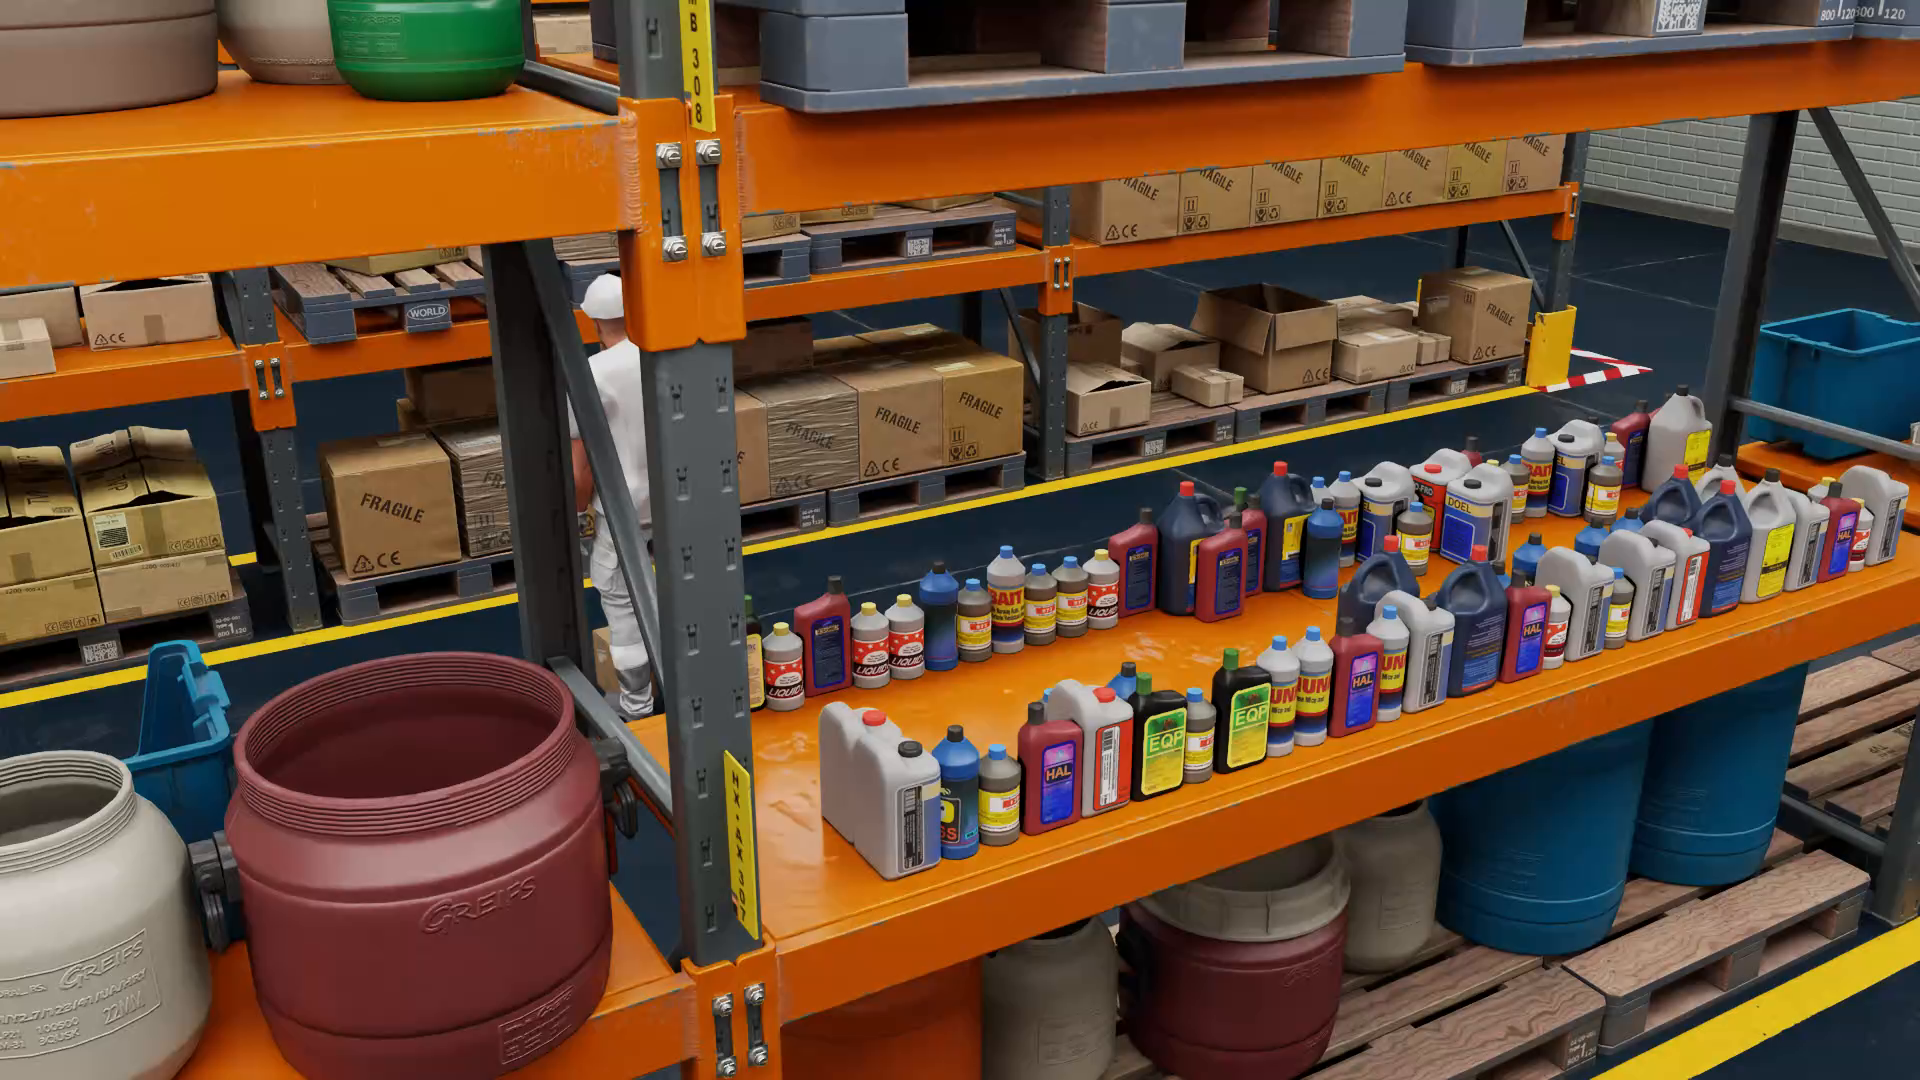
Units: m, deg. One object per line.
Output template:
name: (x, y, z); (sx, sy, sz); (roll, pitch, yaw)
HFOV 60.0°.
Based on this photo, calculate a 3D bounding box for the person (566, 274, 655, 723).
person: (-1.233, -0.137, 6.415); (0.608, 1.777, 0.454); (-14, 25, -31)
